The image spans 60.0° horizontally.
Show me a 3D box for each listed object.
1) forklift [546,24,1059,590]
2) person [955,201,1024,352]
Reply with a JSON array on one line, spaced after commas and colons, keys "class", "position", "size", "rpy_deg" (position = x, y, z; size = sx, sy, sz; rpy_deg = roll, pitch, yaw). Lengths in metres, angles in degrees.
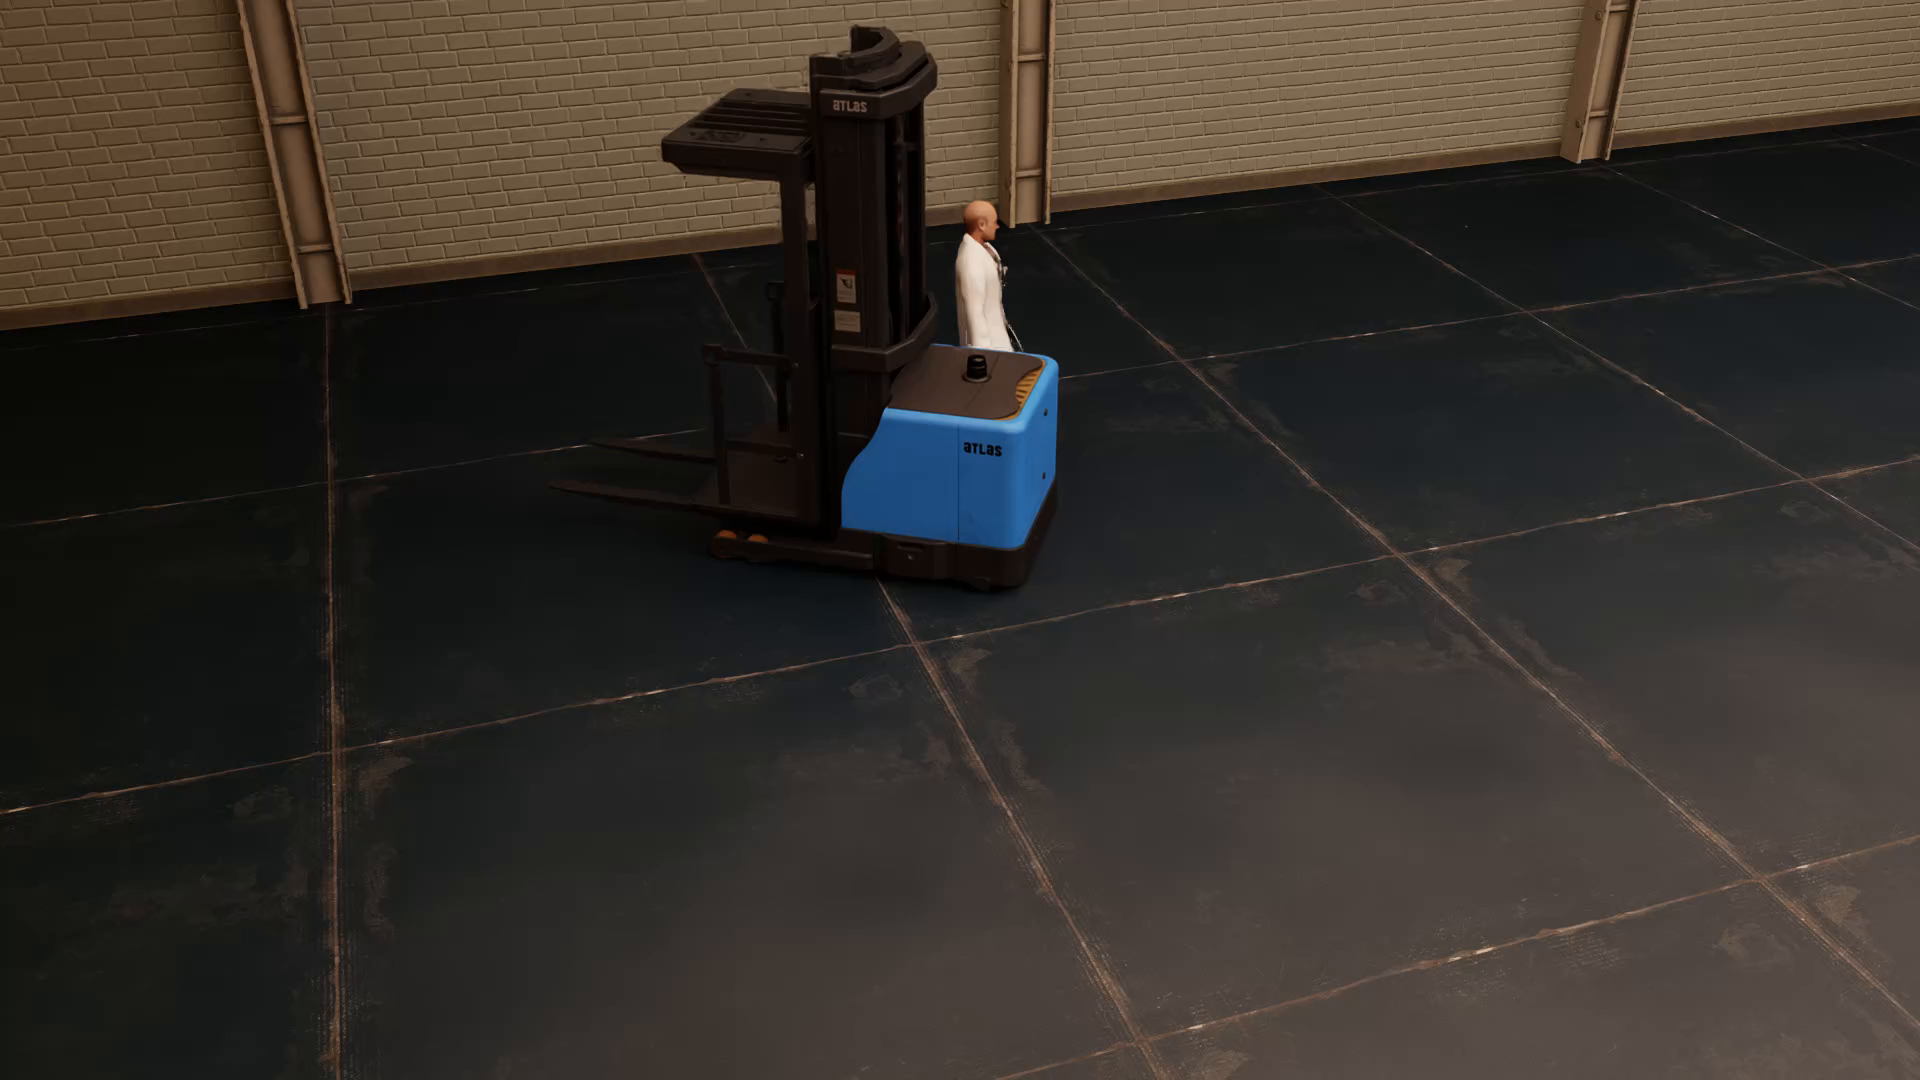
[{"class": "forklift", "position": [-0.984, -1.378, 9.483], "size": [3.031, 2.935, 1.130], "rpy_deg": [8, 31, 13]}, {"class": "person", "position": [0.171, -1.286, 10.606], "size": [0.474, 1.750, 0.861], "rpy_deg": [4, 30, 6]}]
